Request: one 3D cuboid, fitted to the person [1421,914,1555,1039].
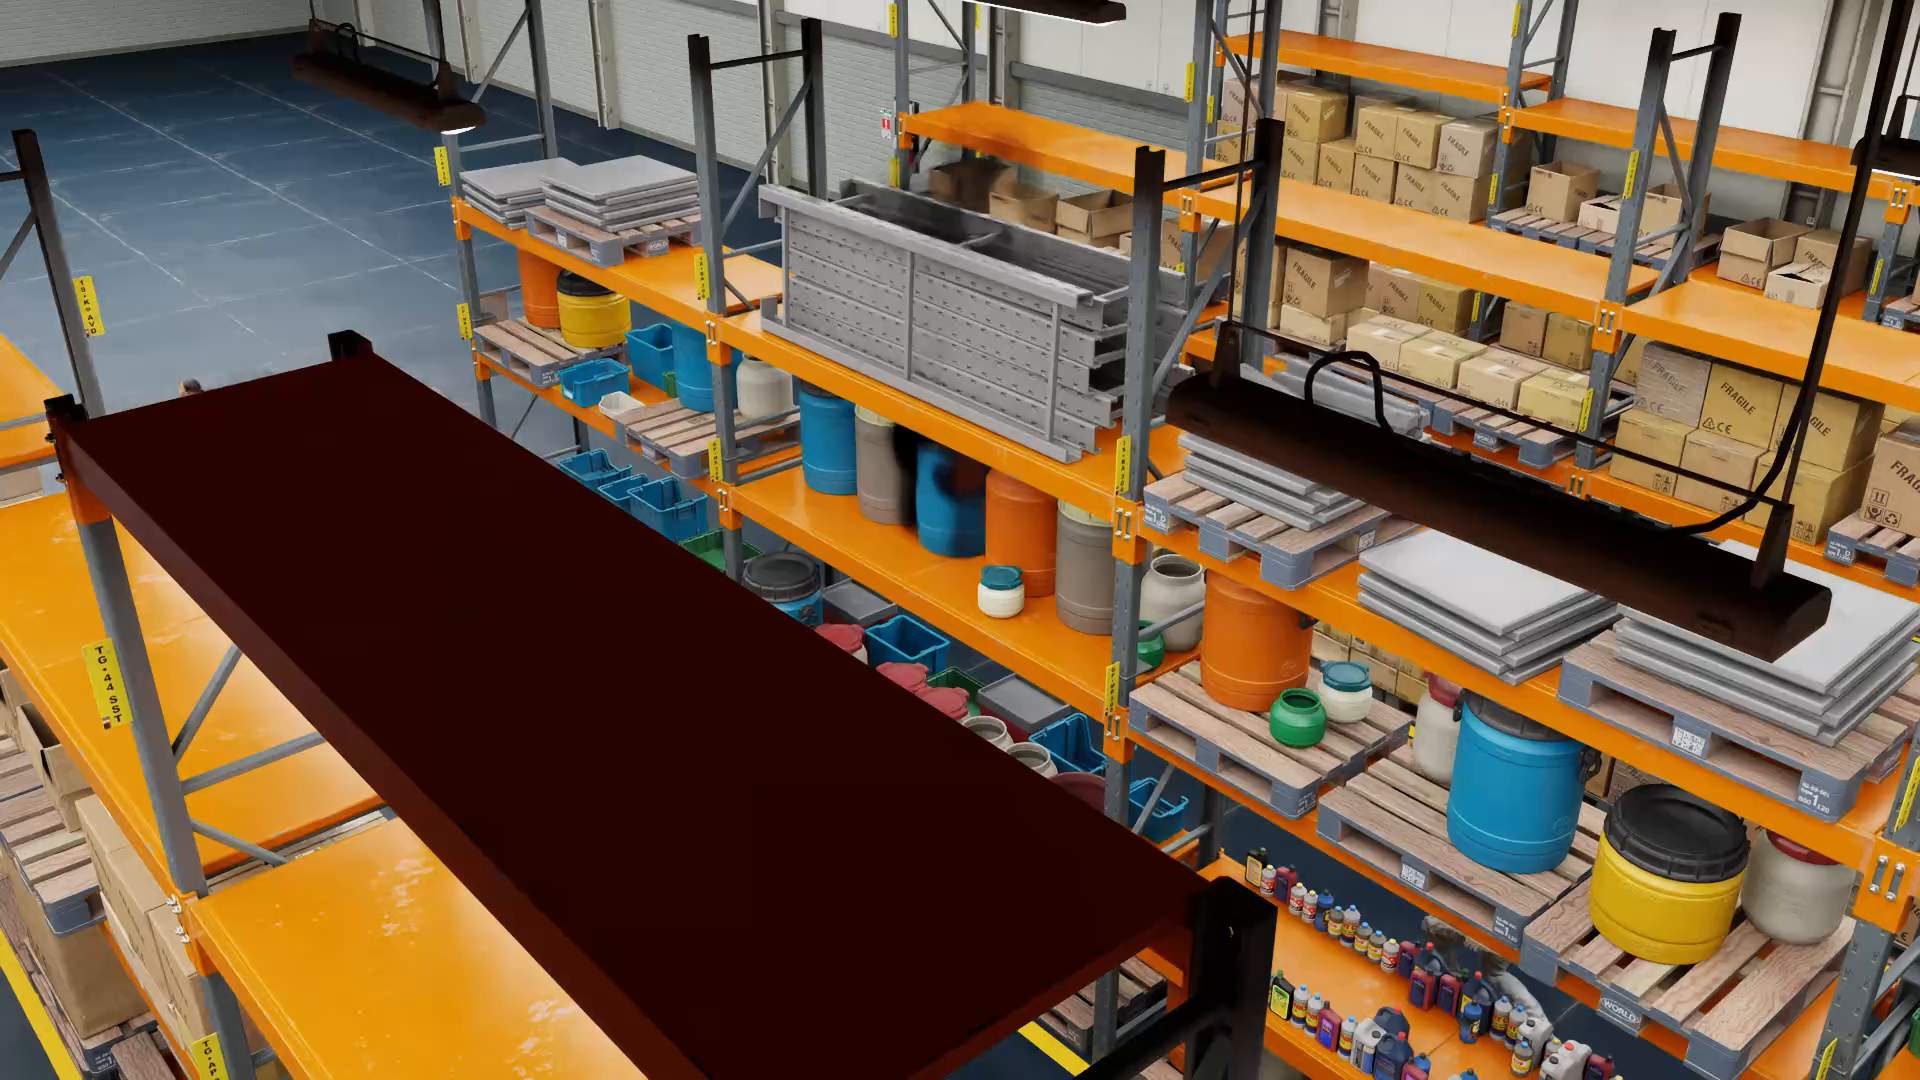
[{"bbox_3d":[3.420,2.467,10.594,0.706,1.677,0.982,-23,35,-37],"label":"person"}]

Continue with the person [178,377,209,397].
[{"bbox_3d":[-8.079,-1.001,17.818,0.606,1.588,0.645,-6,28,-12],"label":"person"}]
